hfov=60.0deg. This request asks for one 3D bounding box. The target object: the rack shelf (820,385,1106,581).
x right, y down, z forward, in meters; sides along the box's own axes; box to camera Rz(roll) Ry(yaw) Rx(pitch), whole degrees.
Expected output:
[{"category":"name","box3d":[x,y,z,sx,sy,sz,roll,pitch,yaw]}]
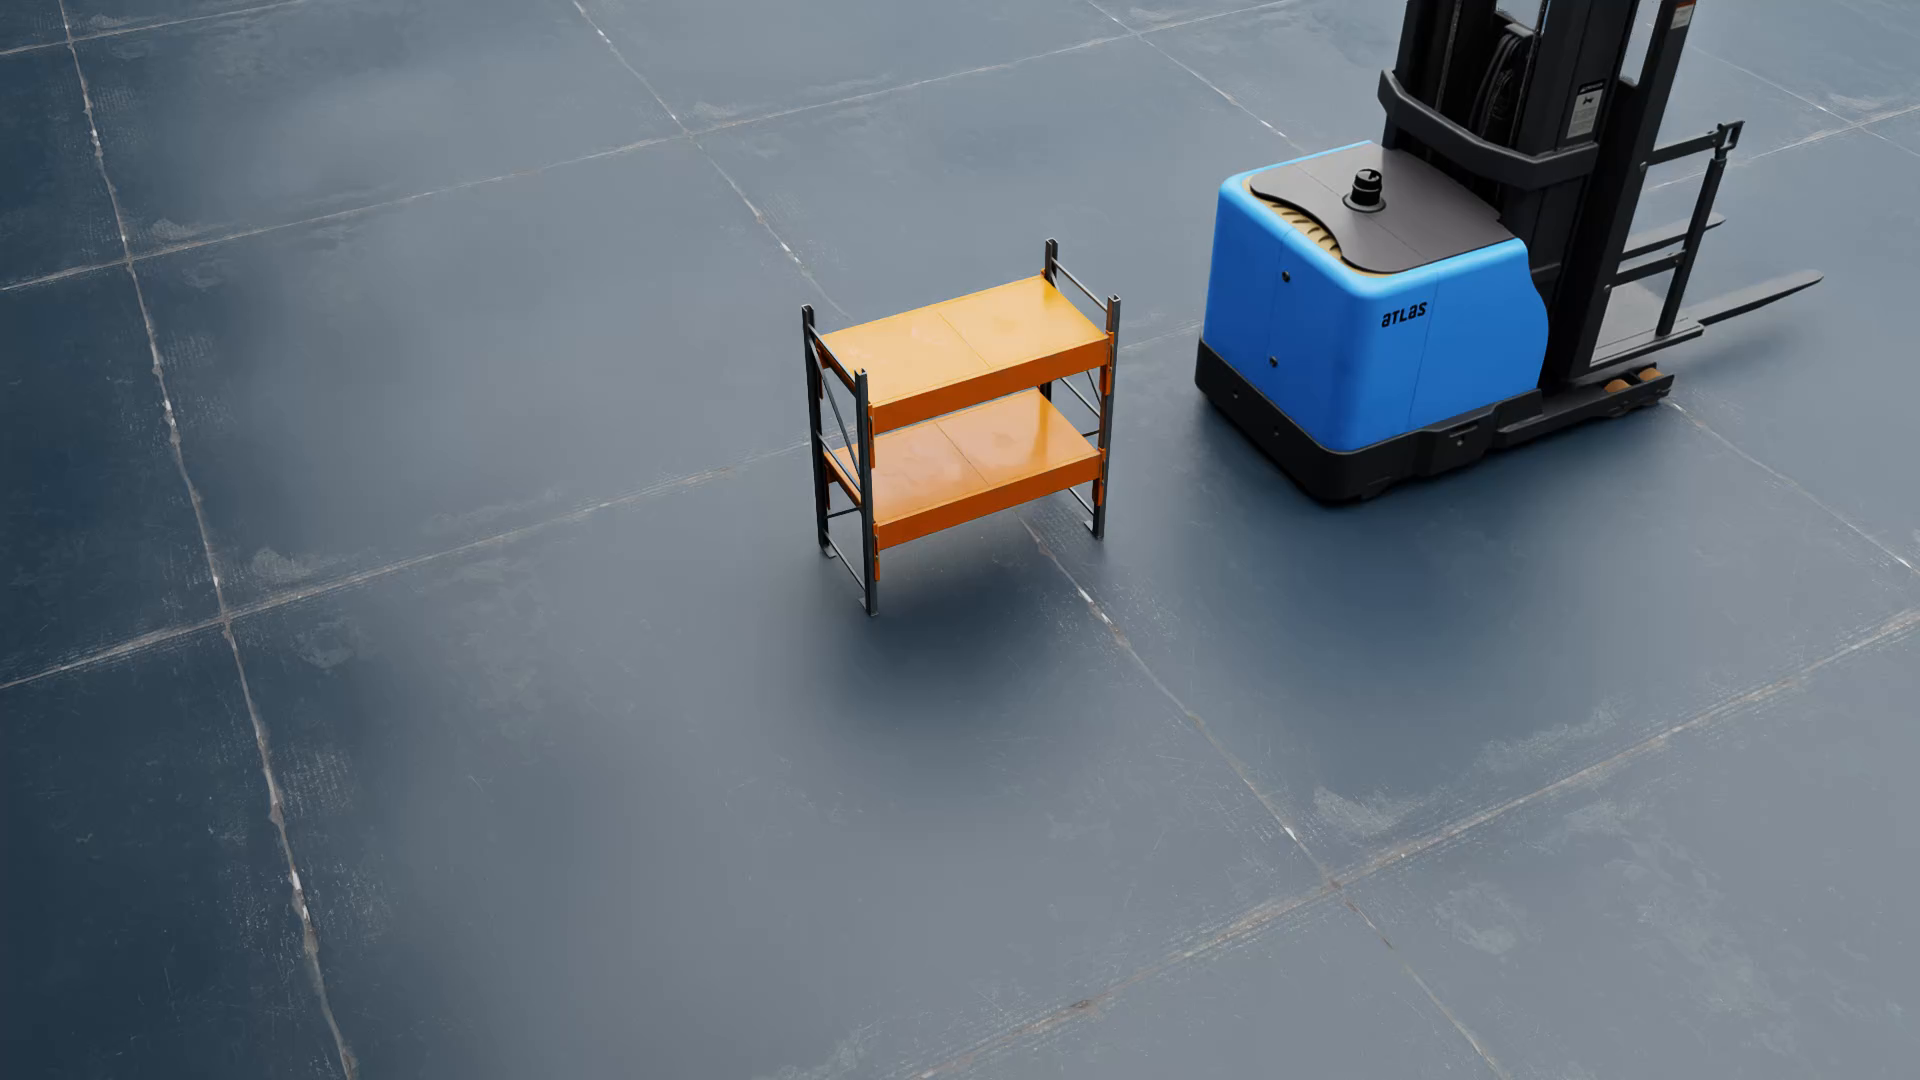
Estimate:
[{"category":"rack shelf","box3d":[0.006,-0.245,6.547,1.000,0.278,0.538,-19,44,-21]}]

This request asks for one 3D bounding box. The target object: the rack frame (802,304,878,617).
[{"category":"rack frame","box3d":[-0.445,-0.280,6.210,0.032,1.125,0.500,-19,44,-21]}]

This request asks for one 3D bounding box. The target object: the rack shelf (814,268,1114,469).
[{"category":"rack shelf","box3d":[0.006,-0.655,6.200,1.000,0.278,0.538,-19,44,-21]}]

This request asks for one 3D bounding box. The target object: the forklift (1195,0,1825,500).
[{"category":"forklift","box3d":[2.605,-1.950,6.785,3.031,2.935,1.130,-18,44,-20]}]

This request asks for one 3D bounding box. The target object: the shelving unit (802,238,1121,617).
[{"category":"shelving unit","box3d":[0.006,-0.431,6.389,1.048,1.125,0.538,-19,44,-21]}]

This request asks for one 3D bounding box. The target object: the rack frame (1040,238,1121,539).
[{"category":"rack frame","box3d":[0.457,-0.583,6.568,0.032,1.125,0.500,-19,44,-21]}]
